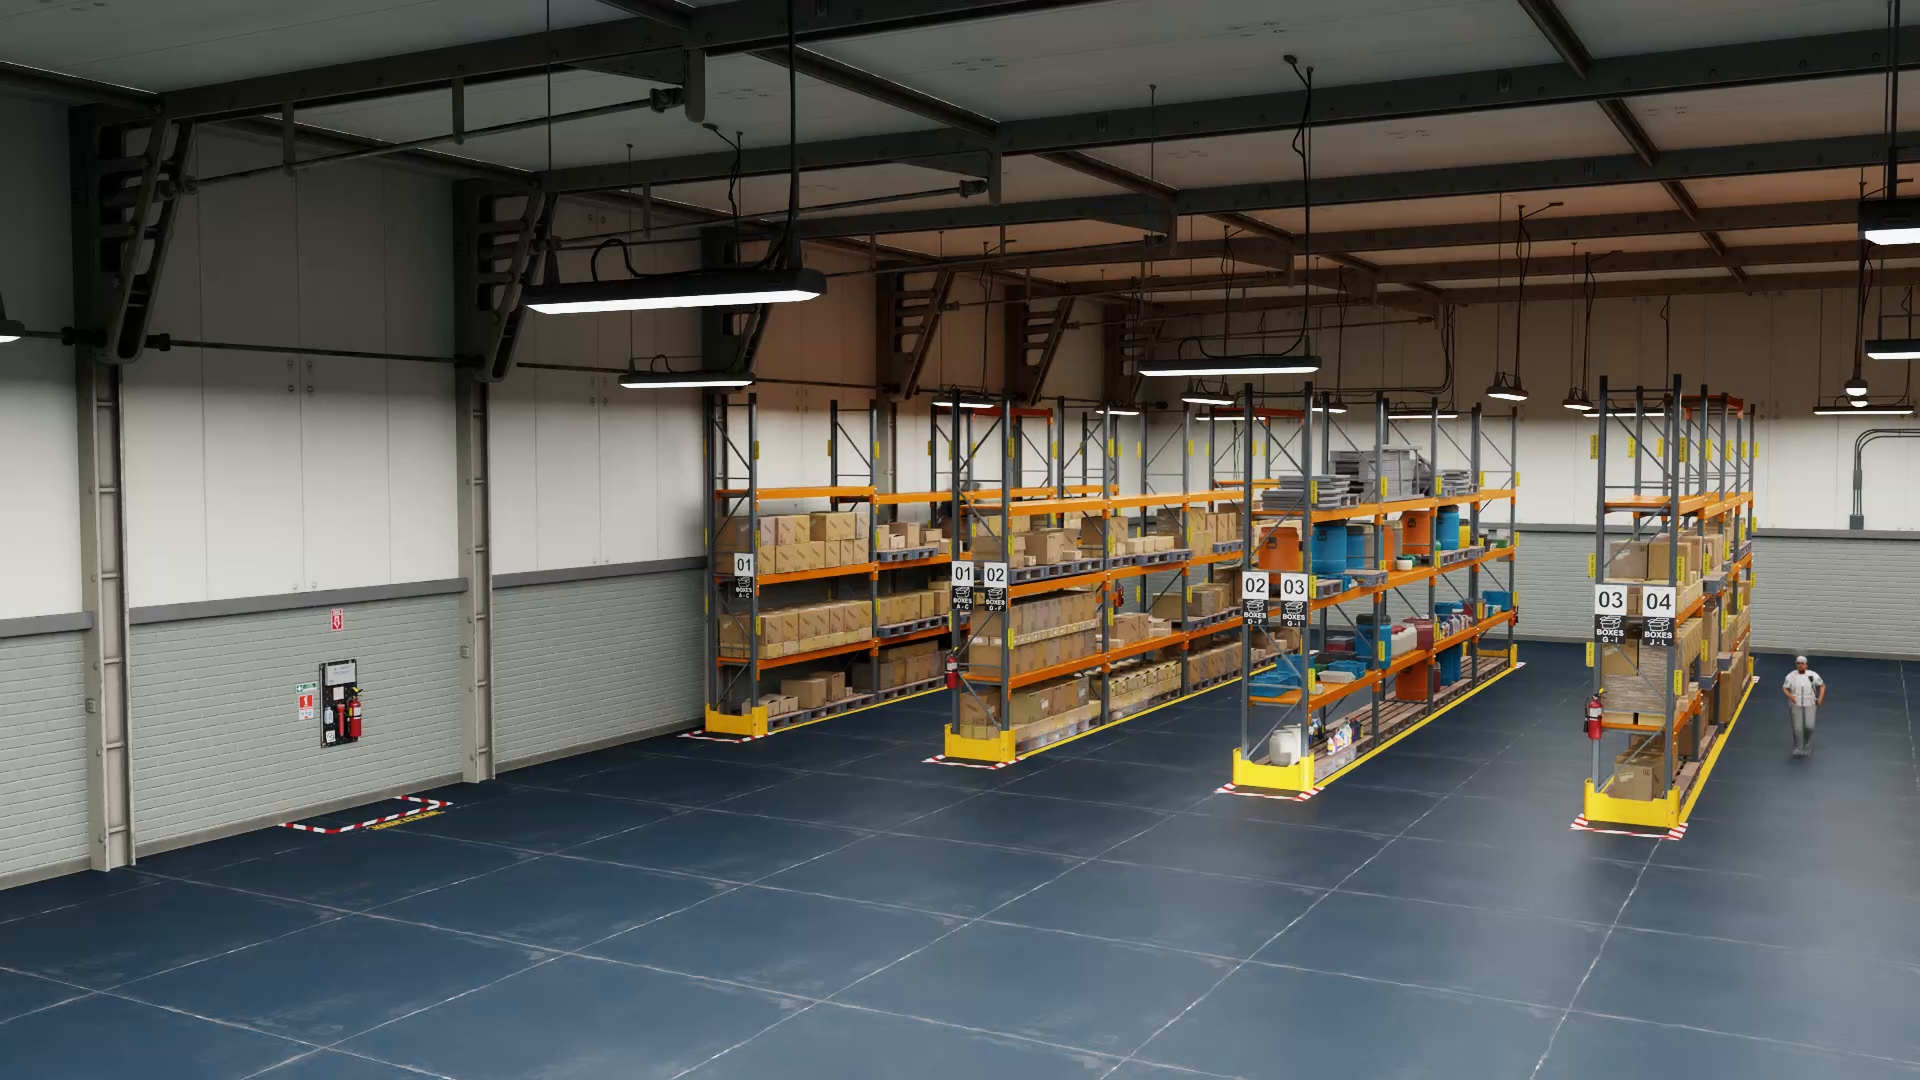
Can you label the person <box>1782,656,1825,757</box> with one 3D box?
[{"bbox_3d":[13.762,2.717,27.147,0.615,1.630,0.595,2,4,29],"label":"person"}]
